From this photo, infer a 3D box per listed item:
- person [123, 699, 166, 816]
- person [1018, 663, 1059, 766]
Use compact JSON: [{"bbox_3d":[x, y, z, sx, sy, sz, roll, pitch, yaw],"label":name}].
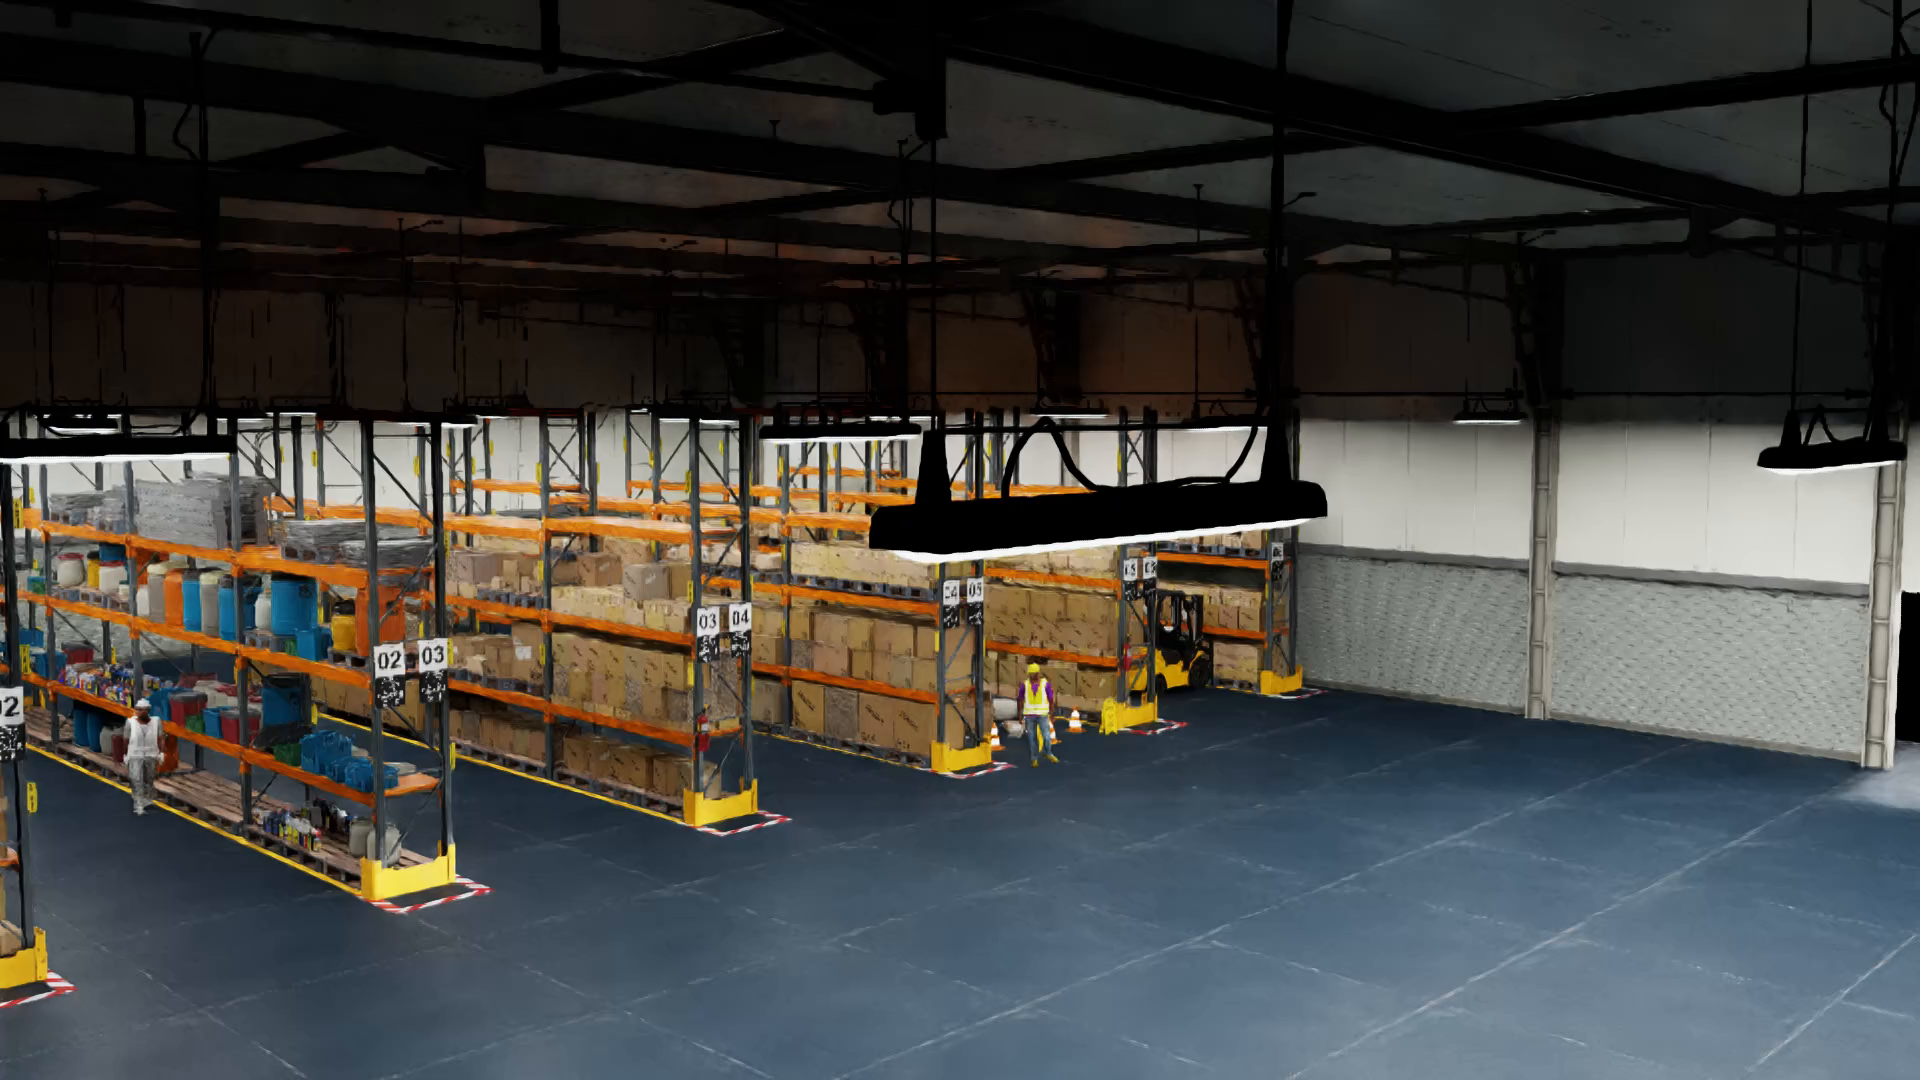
[{"bbox_3d":[-12.267,3.243,25.043,0.553,1.724,1.030,-4,6,-37],"label":"person"},{"bbox_3d":[1.325,2.948,28.159,0.696,1.759,0.457,1,5,8],"label":"person"}]
